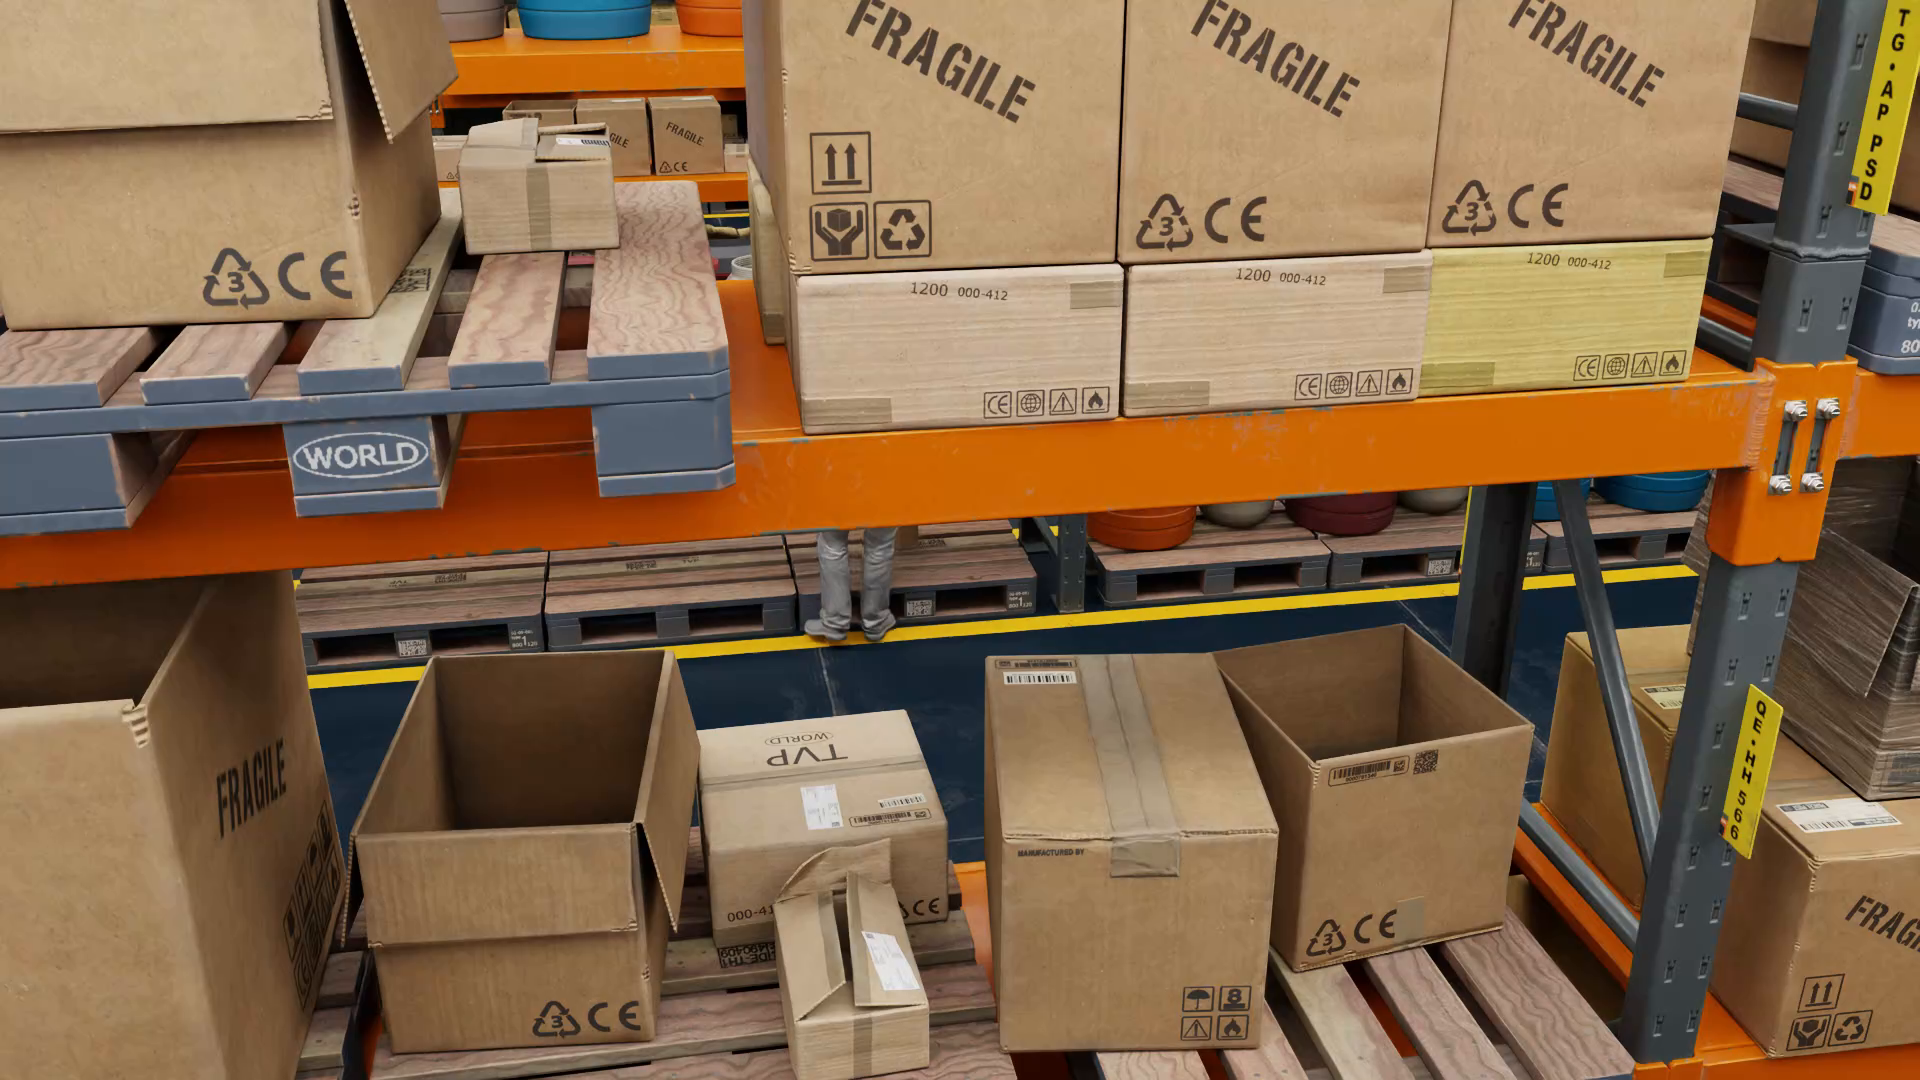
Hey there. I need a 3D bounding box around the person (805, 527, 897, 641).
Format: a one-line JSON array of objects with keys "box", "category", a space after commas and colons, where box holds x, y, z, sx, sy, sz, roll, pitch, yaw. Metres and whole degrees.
[{"box": [-0.483, -0.358, 7.843, 0.604, 1.791, 0.388, 1, 23, 1], "category": "person"}]
